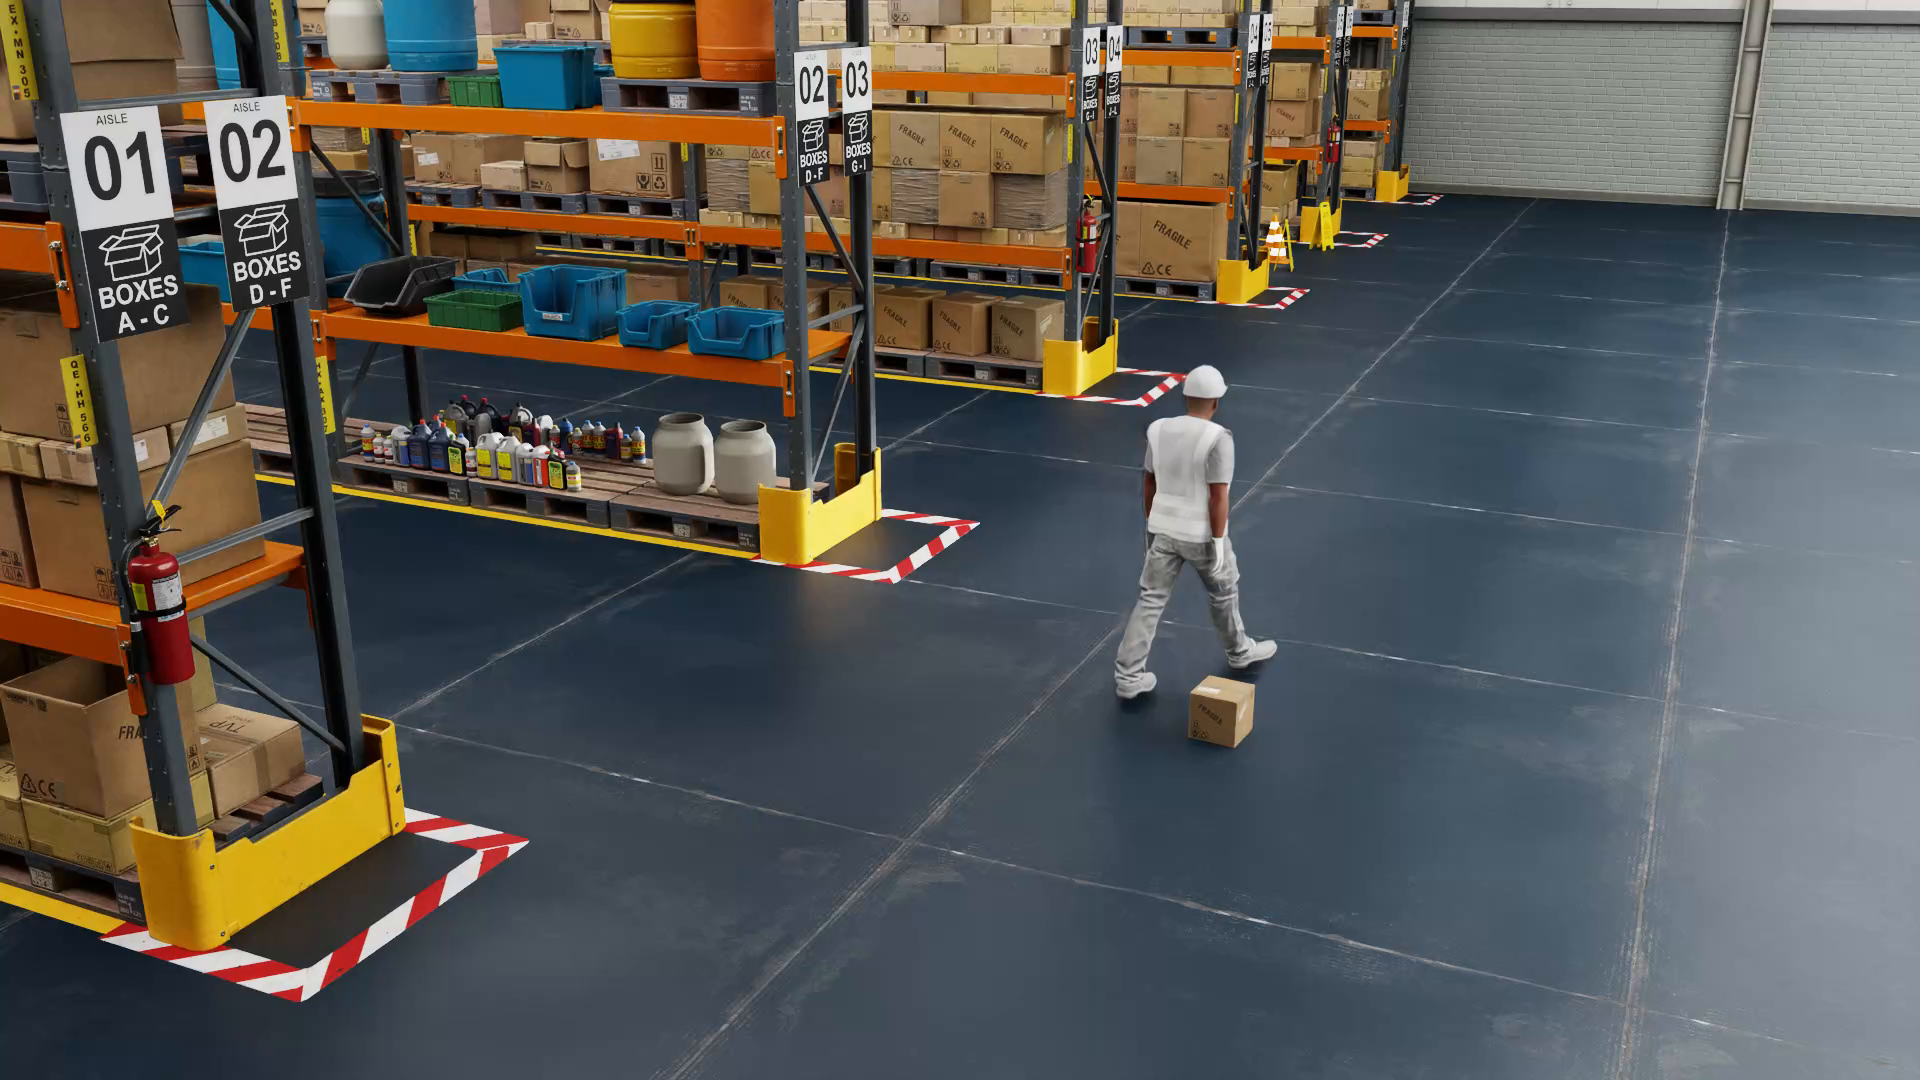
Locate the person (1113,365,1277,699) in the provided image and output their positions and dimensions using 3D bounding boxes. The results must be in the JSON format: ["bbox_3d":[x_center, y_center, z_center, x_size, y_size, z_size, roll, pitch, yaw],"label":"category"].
[{"bbox_3d":[1.228,-0.073,8.779,0.581,1.713,1.072,16,24,38],"label":"person"}]
